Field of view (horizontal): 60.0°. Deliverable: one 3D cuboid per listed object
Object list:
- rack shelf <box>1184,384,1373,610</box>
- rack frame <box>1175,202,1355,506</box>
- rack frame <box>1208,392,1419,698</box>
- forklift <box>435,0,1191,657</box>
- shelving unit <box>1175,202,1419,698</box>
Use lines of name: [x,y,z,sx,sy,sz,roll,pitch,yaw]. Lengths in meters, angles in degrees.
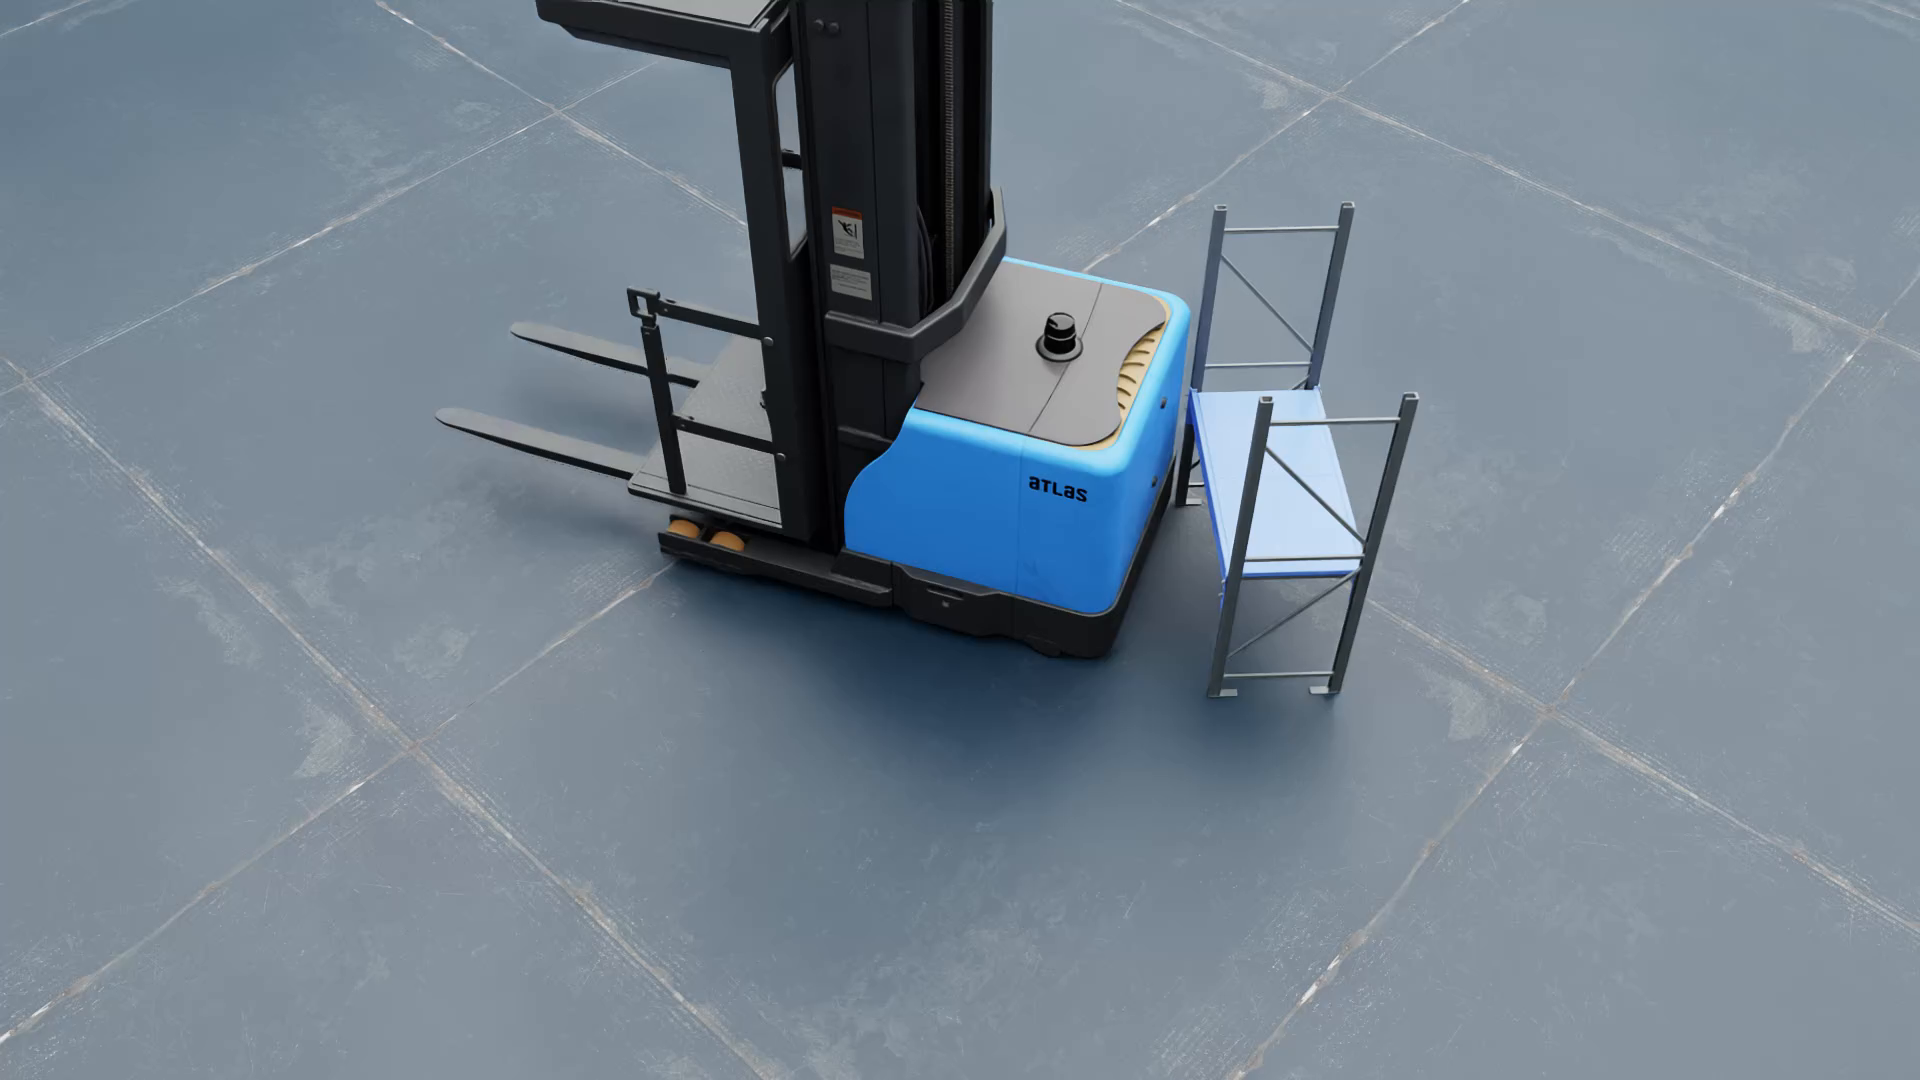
rack shelf: [1.173,-0.181,6.247,0.538,0.185,1.000,-1,47,-1]
rack frame: [1.155,-0.675,6.463,0.500,1.500,0.032,-1,47,-1]
rack frame: [1.191,0.066,5.768,0.500,1.500,0.032,-1,47,-1]
forklift: [-0.690,-1.222,5.995,3.031,2.935,1.130,15,49,14]
shelving unit: [1.173,-0.305,6.116,0.538,1.500,1.048,-1,47,-1]
